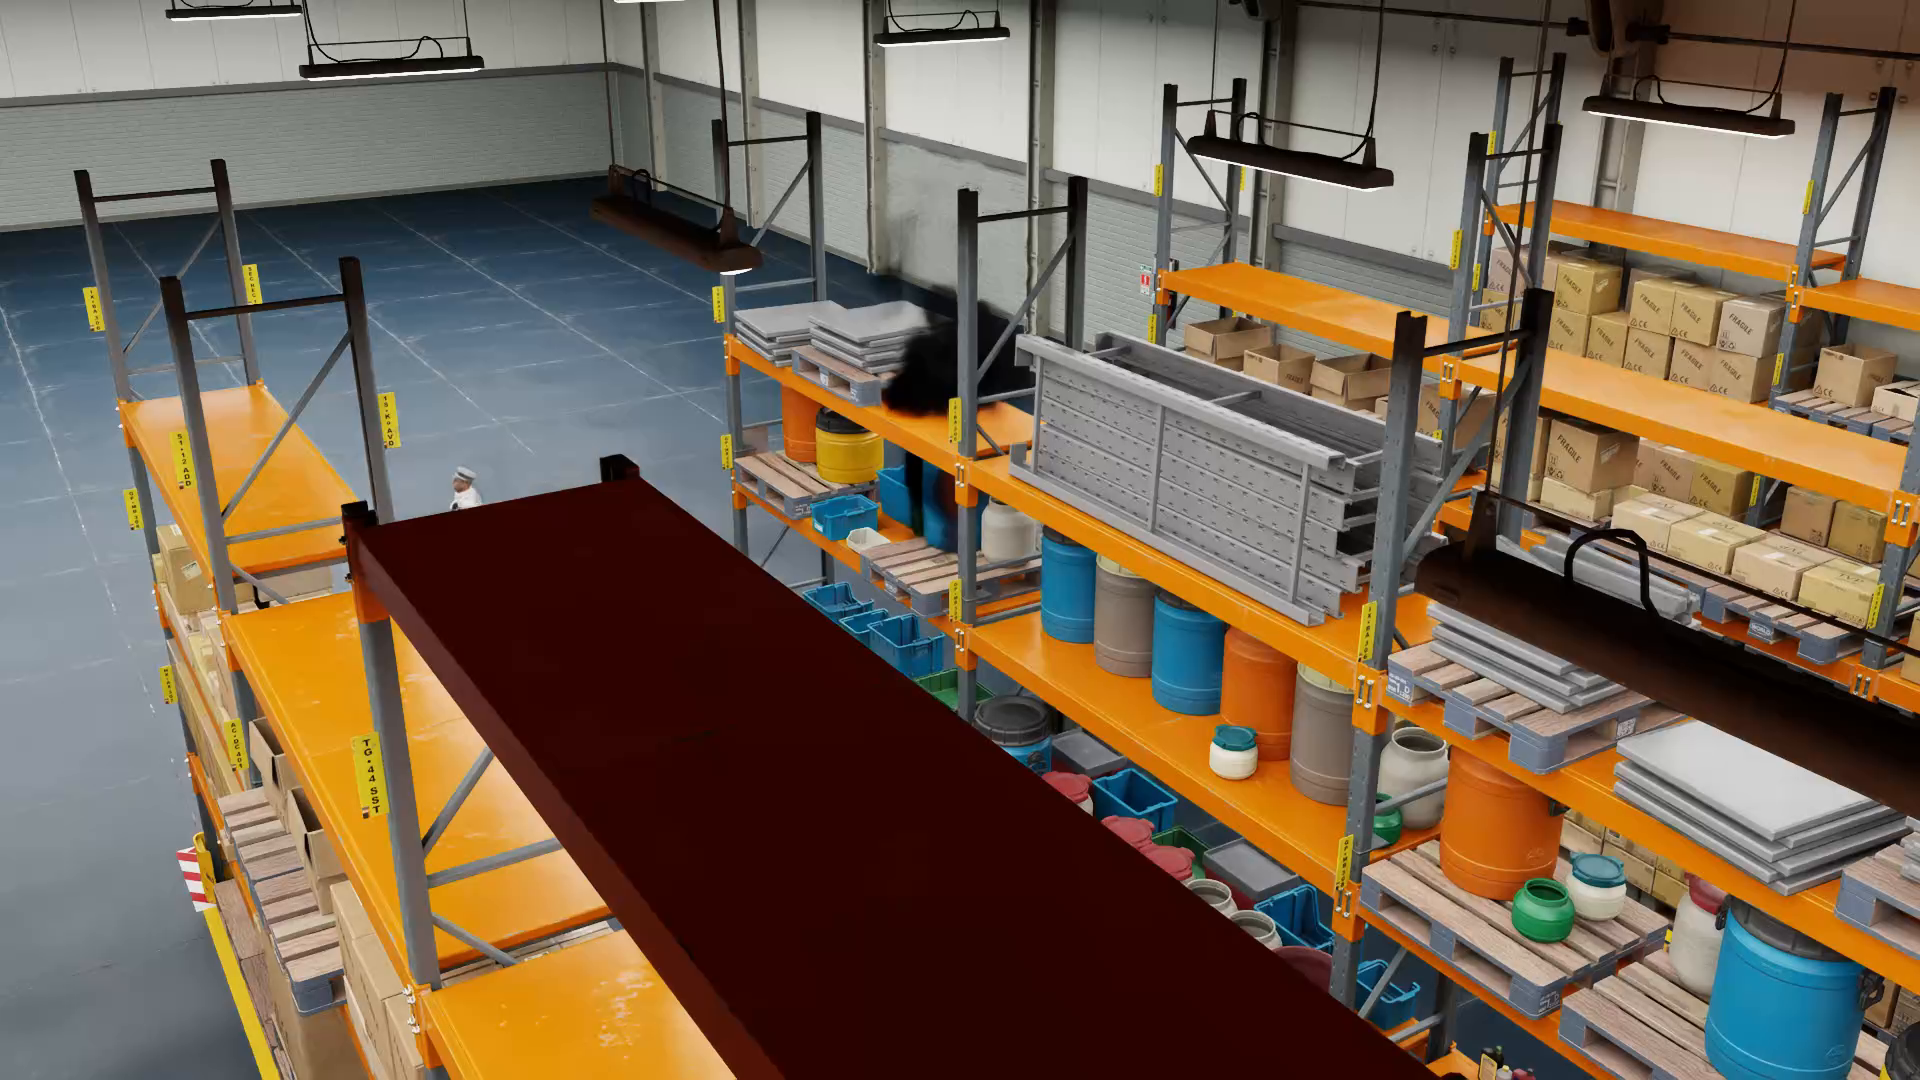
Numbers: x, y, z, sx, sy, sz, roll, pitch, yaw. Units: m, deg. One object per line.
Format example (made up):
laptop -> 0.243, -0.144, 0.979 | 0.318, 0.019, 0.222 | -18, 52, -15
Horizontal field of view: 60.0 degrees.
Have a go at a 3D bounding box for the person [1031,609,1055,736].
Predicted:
person -> 0.902, 1.147, 15.414 | 0.722, 1.801, 0.883 | -11, 24, -25

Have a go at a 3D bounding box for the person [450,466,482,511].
person -> -5.623, -0.026, 19.144 | 0.602, 1.742, 0.664 | -5, 22, -13

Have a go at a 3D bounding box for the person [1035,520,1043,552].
person -> 0.887, -0.415, 20.094 | 0.590, 1.735, 0.695 | -1, 22, -3
